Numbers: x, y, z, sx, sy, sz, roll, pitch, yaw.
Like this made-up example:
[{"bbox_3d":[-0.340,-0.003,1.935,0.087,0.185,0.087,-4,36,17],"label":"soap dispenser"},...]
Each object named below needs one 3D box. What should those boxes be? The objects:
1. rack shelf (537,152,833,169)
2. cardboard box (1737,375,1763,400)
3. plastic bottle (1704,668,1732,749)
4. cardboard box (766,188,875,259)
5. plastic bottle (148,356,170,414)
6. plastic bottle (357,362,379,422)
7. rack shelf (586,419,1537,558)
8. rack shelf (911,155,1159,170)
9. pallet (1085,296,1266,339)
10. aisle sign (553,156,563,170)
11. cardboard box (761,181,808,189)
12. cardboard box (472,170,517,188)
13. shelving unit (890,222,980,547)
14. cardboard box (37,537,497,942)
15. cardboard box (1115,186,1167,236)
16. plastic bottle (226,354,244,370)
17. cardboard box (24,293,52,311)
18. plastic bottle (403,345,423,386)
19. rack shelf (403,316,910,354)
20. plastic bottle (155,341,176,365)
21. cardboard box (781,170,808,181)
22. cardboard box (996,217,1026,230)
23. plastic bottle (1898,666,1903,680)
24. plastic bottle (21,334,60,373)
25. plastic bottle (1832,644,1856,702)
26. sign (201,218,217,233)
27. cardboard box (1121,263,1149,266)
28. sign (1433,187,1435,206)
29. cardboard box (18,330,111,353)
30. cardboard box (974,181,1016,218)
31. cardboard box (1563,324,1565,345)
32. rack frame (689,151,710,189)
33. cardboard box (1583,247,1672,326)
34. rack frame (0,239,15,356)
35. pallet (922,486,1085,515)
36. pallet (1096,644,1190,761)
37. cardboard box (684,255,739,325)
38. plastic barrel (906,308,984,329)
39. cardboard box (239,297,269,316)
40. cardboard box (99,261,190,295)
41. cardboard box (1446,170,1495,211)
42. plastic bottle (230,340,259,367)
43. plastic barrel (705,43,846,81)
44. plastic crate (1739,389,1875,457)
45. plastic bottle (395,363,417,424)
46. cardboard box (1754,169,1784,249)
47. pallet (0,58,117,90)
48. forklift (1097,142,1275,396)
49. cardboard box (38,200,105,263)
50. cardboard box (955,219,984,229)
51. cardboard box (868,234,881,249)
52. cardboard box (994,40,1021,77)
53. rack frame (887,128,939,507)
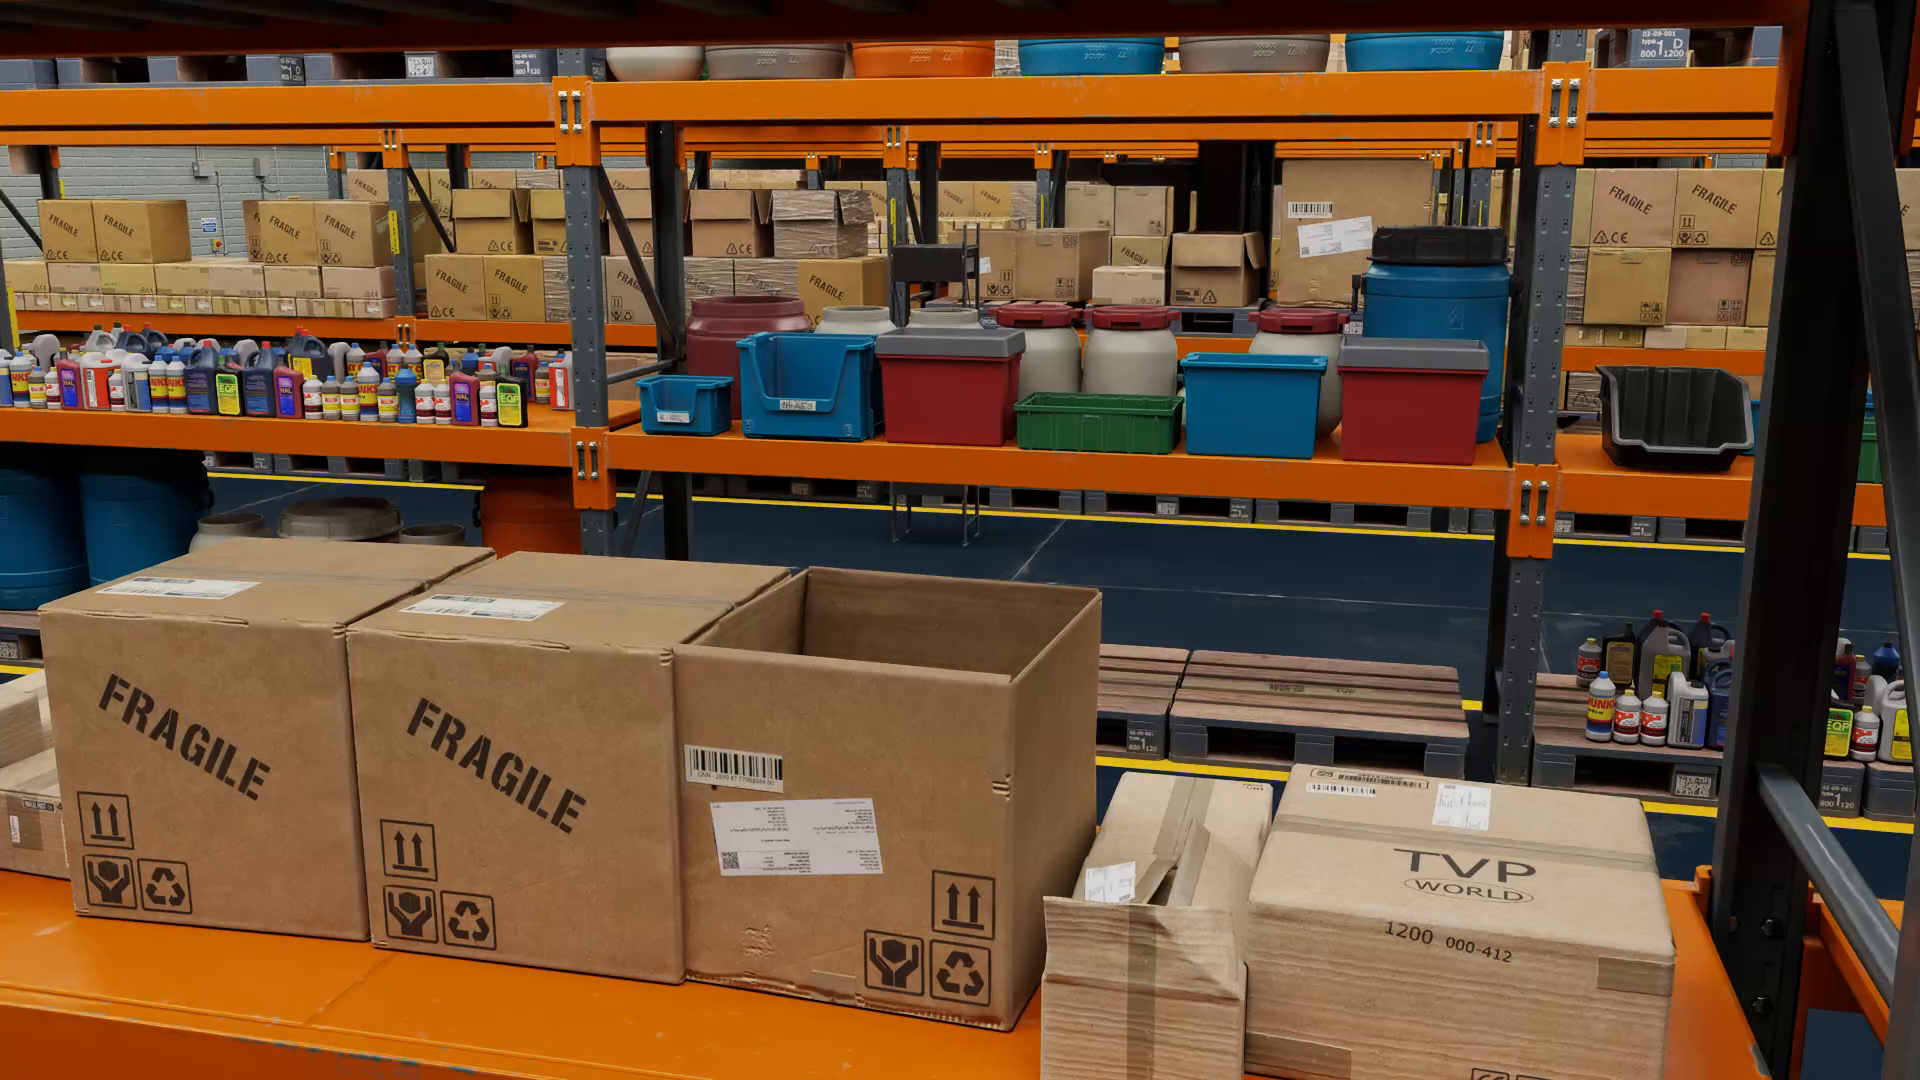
[{"bbox_3d":[-3.796,-5.327,23.053,4.000,0.370,1.077,3,13,14],"label":"rack shelf"},{"bbox_3d":[7.179,-1.675,15.794,0.875,0.875,0.875,3,13,13],"label":"cardboard box"},{"bbox_3d":[3.036,0.639,6.530,0.185,0.351,0.144,3,13,15],"label":"plastic bottle"},{"bbox_3d":[-1.051,-2.398,12.570,0.637,0.503,0.797,4,13,15],"label":"cardboard box"},{"bbox_3d":[-3.827,-0.745,7.965,0.097,0.271,0.097,0,13,0],"label":"plastic bottle"},{"bbox_3d":[-2.737,-0.687,7.702,0.097,0.271,0.097,0,13,0],"label":"plastic bottle"},{"bbox_3d":[0.410,-0.322,7.419,4.000,0.370,1.077,3,13,14],"label":"rack shelf"},{"bbox_3d":[1.273,-6.163,26.823,4.000,0.370,1.077,3,13,14],"label":"rack shelf"},{"bbox_3d":[1.587,-1.630,12.100,1.213,0.211,1.003,3,13,14],"label":"pallet"},{"bbox_3d":[-5.733,-5.655,23.797,0.004,0.787,0.394,3,13,14],"label":"aisle sign"},{"bbox_3d":[-2.379,-4.613,22.561,0.500,0.500,0.500,3,13,13],"label":"cardboard box"},{"bbox_3d":[-4.967,-3.792,18.173,0.500,0.500,0.500,3,13,12],"label":"cardboard box"},{"bbox_3d":[-0.161,-1.034,11.045,0.503,2.100,0.431,3,13,14],"label":"shelving unit"},{"bbox_3d":[-1.089,0.300,2.727,0.500,0.500,0.500,2,13,10],"label":"cardboard box"},{"bbox_3d":[1.866,-3.342,16.830,0.500,0.500,0.700,3,13,13],"label":"cardboard box"},{"bbox_3d":[-3.431,-0.740,7.911,0.133,0.283,0.061,3,13,14],"label":"plastic bottle"},{"bbox_3d":[-7.597,-2.010,13.947,0.250,0.149,0.380,3,13,13],"label":"cardboard box"},{"bbox_3d":[-2.783,-0.859,8.477,0.097,0.271,0.097,0,13,0],"label":"plastic bottle"},{"bbox_3d":[-2.287,-1.571,13.049,4.000,0.370,1.077,3,13,14],"label":"rack shelf"},{"bbox_3d":[-4.123,-0.897,8.646,0.097,0.271,0.097,0,13,0],"label":"plastic bottle"},{"bbox_3d":[-2.229,-4.912,22.413,0.250,0.149,0.380,3,13,12],"label":"cardboard box"},{"bbox_3d":[0.535,-3.294,17.391,0.250,0.149,0.380,3,13,14],"label":"cardboard box"},{"bbox_3d":[4.023,0.602,7.039,0.097,0.201,0.097,0,13,0],"label":"plastic bottle"},{"bbox_3d":[-4.955,-0.971,8.972,0.135,0.276,0.152,3,13,14],"label":"plastic bottle"},{"bbox_3d":[3.678,0.574,6.979,0.133,0.283,0.061,3,13,14],"label":"plastic bottle"},{"bbox_3d":[-11.289,-4.730,25.004,0.001,0.218,0.327,3,13,14],"label":"sign"},{"bbox_3d":[1.339,-1.928,12.338,0.258,0.266,0.396,3,13,12],"label":"cardboard box"},{"bbox_3d":[5.783,-4.143,20.308,0.005,0.325,0.100,3,13,14],"label":"sign"},{"bbox_3d":[-7.472,-1.385,14.485,0.875,0.875,0.875,3,13,14],"label":"cardboard box"},{"bbox_3d":[0.484,-4.463,21.885,0.500,0.500,0.500,3,13,14],"label":"cardboard box"},{"bbox_3d":[3.915,-1.398,11.189,0.250,0.149,0.380,3,13,14],"label":"cardboard box"},{"bbox_3d":[-2.942,-3.063,18.116,0.127,3.000,1.000,3,13,14],"label":"rack frame"},{"bbox_3d":[4.437,-1.735,11.210,0.500,0.500,0.875,3,13,14],"label":"cardboard box"},{"bbox_3d":[-5.415,-0.984,8.744,0.127,3.000,1.000,3,13,14],"label":"rack frame"},{"bbox_3d":[0.413,-0.416,12.621,1.213,0.211,1.003,3,13,14],"label":"pallet"},{"bbox_3d":[0.392,0.697,7.605,1.213,0.211,1.003,3,13,14],"label":"pallet"},{"bbox_3d":[-1.871,-1.894,12.614,0.500,0.500,0.500,3,13,12],"label":"cardboard box"},{"bbox_3d":[-0.073,-0.801,7.660,0.421,0.512,0.421,0,13,0],"label":"plastic barrel"},{"bbox_3d":[-5.602,-1.903,13.467,0.250,0.149,0.380,3,13,15],"label":"cardboard box"},{"bbox_3d":[-6.718,-2.171,13.754,0.500,0.250,0.500,3,13,12],"label":"cardboard box"},{"bbox_3d":[6.288,-4.308,20.501,0.500,0.500,0.700,3,13,13],"label":"cardboard box"},{"bbox_3d":[-3.755,-0.907,8.683,0.135,0.276,0.152,3,13,14],"label":"plastic bottle"},{"bbox_3d":[-0.787,-2.397,7.032,0.600,0.901,0.600,0,13,0],"label":"plastic barrel"},{"bbox_3d":[3.491,-0.496,6.888,0.616,0.251,0.499,3,13,14],"label":"plastic crate"},{"bbox_3d":[-2.547,-0.677,7.657,0.097,0.271,0.097,0,13,0],"label":"plastic bottle"},{"bbox_3d":[5.374,-2.141,10.731,0.500,0.500,0.500,3,13,14],"label":"cardboard box"},{"bbox_3d":[-4.631,-2.336,8.349,1.003,0.211,1.213,3,13,14],"label":"pallet"},{"bbox_3d":[1.736,-2.041,13.667,3.031,2.935,1.130,7,14,27],"label":"forklift"},{"bbox_3d":[-7.225,-2.564,13.792,0.500,0.500,0.500,3,13,12],"label":"cardboard box"},{"bbox_3d":[0.112,-3.171,16.839,0.250,0.149,0.380,3,13,13],"label":"cardboard box"},{"bbox_3d":[-0.900,-3.080,17.114,0.250,0.149,0.380,3,13,15],"label":"cardboard box"},{"bbox_3d":[0.541,-3.470,11.638,0.500,0.500,0.500,3,13,14],"label":"cardboard box"},{"bbox_3d":[-0.345,-1.818,12.503,0.127,3.000,1.000,3,13,14],"label":"rack frame"}]
